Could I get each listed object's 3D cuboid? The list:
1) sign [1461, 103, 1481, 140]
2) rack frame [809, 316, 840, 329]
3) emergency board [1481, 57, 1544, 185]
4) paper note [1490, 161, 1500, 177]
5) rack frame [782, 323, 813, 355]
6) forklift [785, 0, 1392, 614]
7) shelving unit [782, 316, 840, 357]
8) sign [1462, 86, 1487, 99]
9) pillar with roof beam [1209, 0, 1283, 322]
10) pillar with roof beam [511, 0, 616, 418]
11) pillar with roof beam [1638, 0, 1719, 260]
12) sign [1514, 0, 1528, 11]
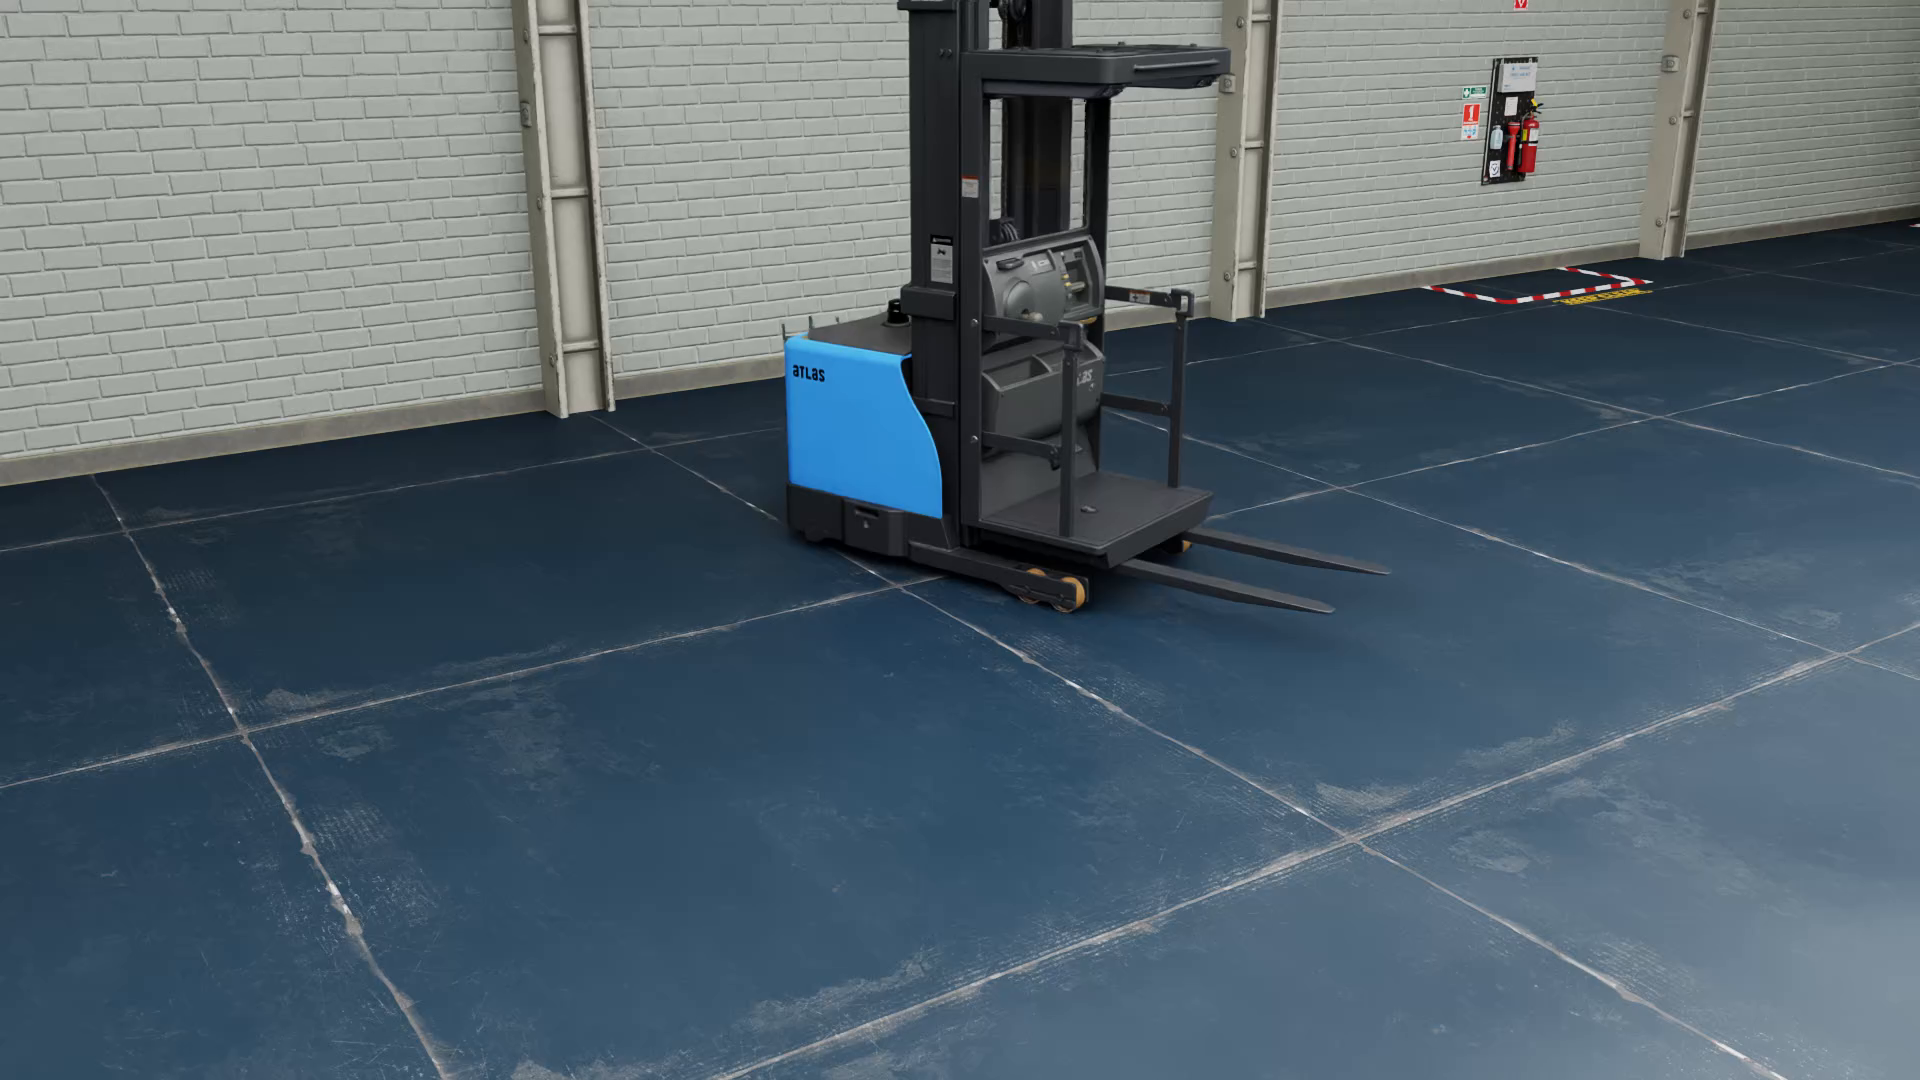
[{"bbox_3d":[4.818,-3.949,15.687,0.234,0.329,0.001,-12,22,-31],"label":"sign"},{"bbox_3d":[-0.708,-0.714,9.194,0.200,1.050,0.008,6,19,31],"label":"rack frame"},{"bbox_3d":[5.337,-4.002,15.899,0.643,1.169,0.194,-12,22,-31],"label":"emergency board"},{"bbox_3d":[5.151,-3.572,16.002,0.142,0.148,0.016,-12,22,-31],"label":"paper note"},{"bbox_3d":[-0.834,-0.647,8.996,0.200,1.050,0.008,6,19,31],"label":"rack frame"},{"bbox_3d":[0.575,-1.241,7.839,3.031,2.935,1.130,13,23,35],"label":"forklift"},{"bbox_3d":[-0.771,-0.681,9.095,0.215,1.050,0.252,6,19,31],"label":"shelving unit"},{"bbox_3d":[4.827,-4.199,15.597,0.331,0.109,0.001,-12,22,-31],"label":"sign"},{"bbox_3d":[4.778,-5.061,9.663,0.400,9.000,9.100,-12,22,-31],"label":"pillar with roof beam"},{"bbox_3d":[-0.233,-4.004,6.537,0.400,9.000,9.100,-12,22,-31],"label":"pillar with roof beam"},{"bbox_3d":[9.789,-6.118,12.789,0.400,9.000,9.100,-12,22,-31],"label":"pillar with roof beam"},{"bbox_3d":[5.275,-5.125,15.602,0.199,0.298,0.001,-12,22,-31],"label":"sign"}]
